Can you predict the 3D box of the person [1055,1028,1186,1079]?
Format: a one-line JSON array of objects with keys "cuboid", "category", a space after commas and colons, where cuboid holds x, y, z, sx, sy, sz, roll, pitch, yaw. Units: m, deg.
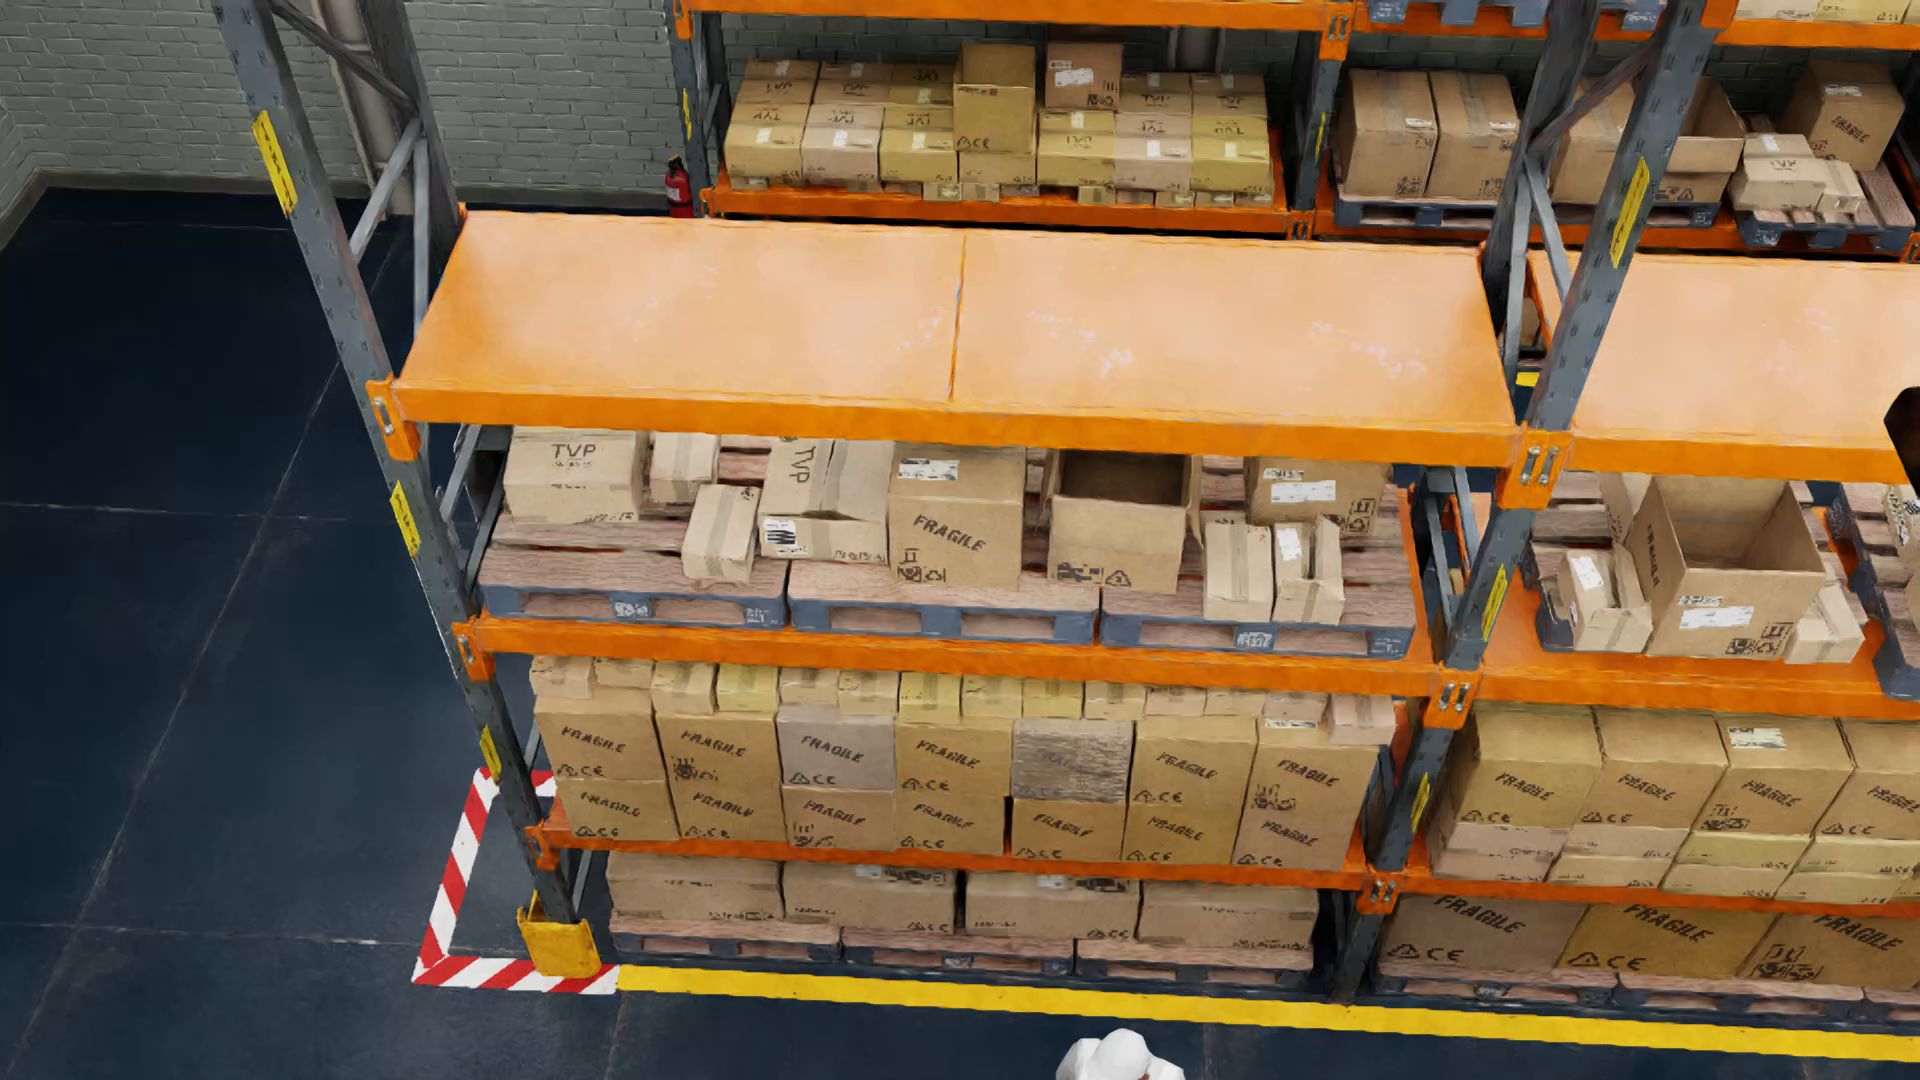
[{"cuboid": [0.681, 2.577, 7.191, 0.655, 1.786, 0.404, 10, 49, 9], "category": "person"}]
